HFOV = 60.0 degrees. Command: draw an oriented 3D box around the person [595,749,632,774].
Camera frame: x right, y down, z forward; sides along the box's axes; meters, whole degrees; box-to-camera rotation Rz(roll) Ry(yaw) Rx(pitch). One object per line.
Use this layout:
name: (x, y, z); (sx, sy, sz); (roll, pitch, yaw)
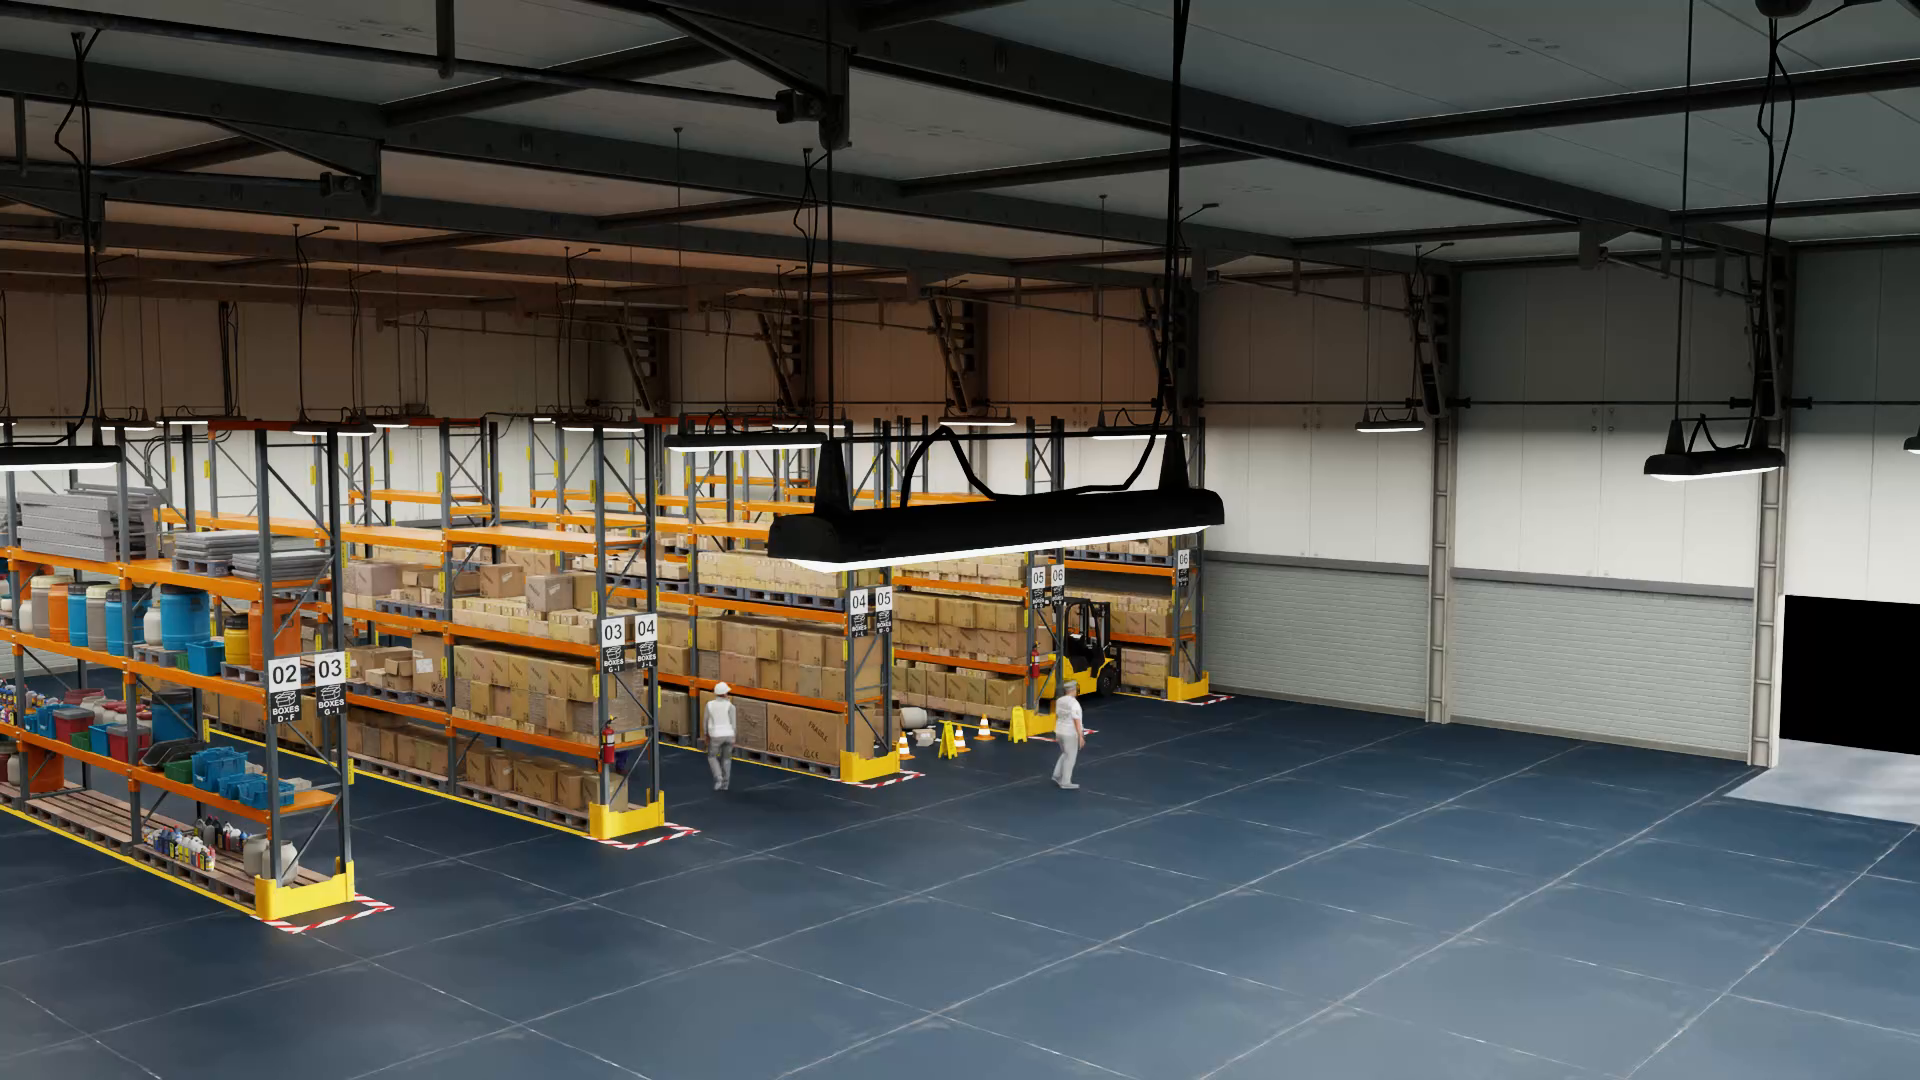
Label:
person: (-5.860, 3.184, 28.260); (0.673, 1.599, 0.558); (0, 5, -4)

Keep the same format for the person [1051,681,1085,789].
person: (1.800, 3.204, 27.275); (0.405, 1.774, 0.656); (-3, 6, -31)

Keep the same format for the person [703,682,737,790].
person: (-3.889, 3.189, 27.005); (0.526, 1.766, 0.525); (-2, 5, -18)
